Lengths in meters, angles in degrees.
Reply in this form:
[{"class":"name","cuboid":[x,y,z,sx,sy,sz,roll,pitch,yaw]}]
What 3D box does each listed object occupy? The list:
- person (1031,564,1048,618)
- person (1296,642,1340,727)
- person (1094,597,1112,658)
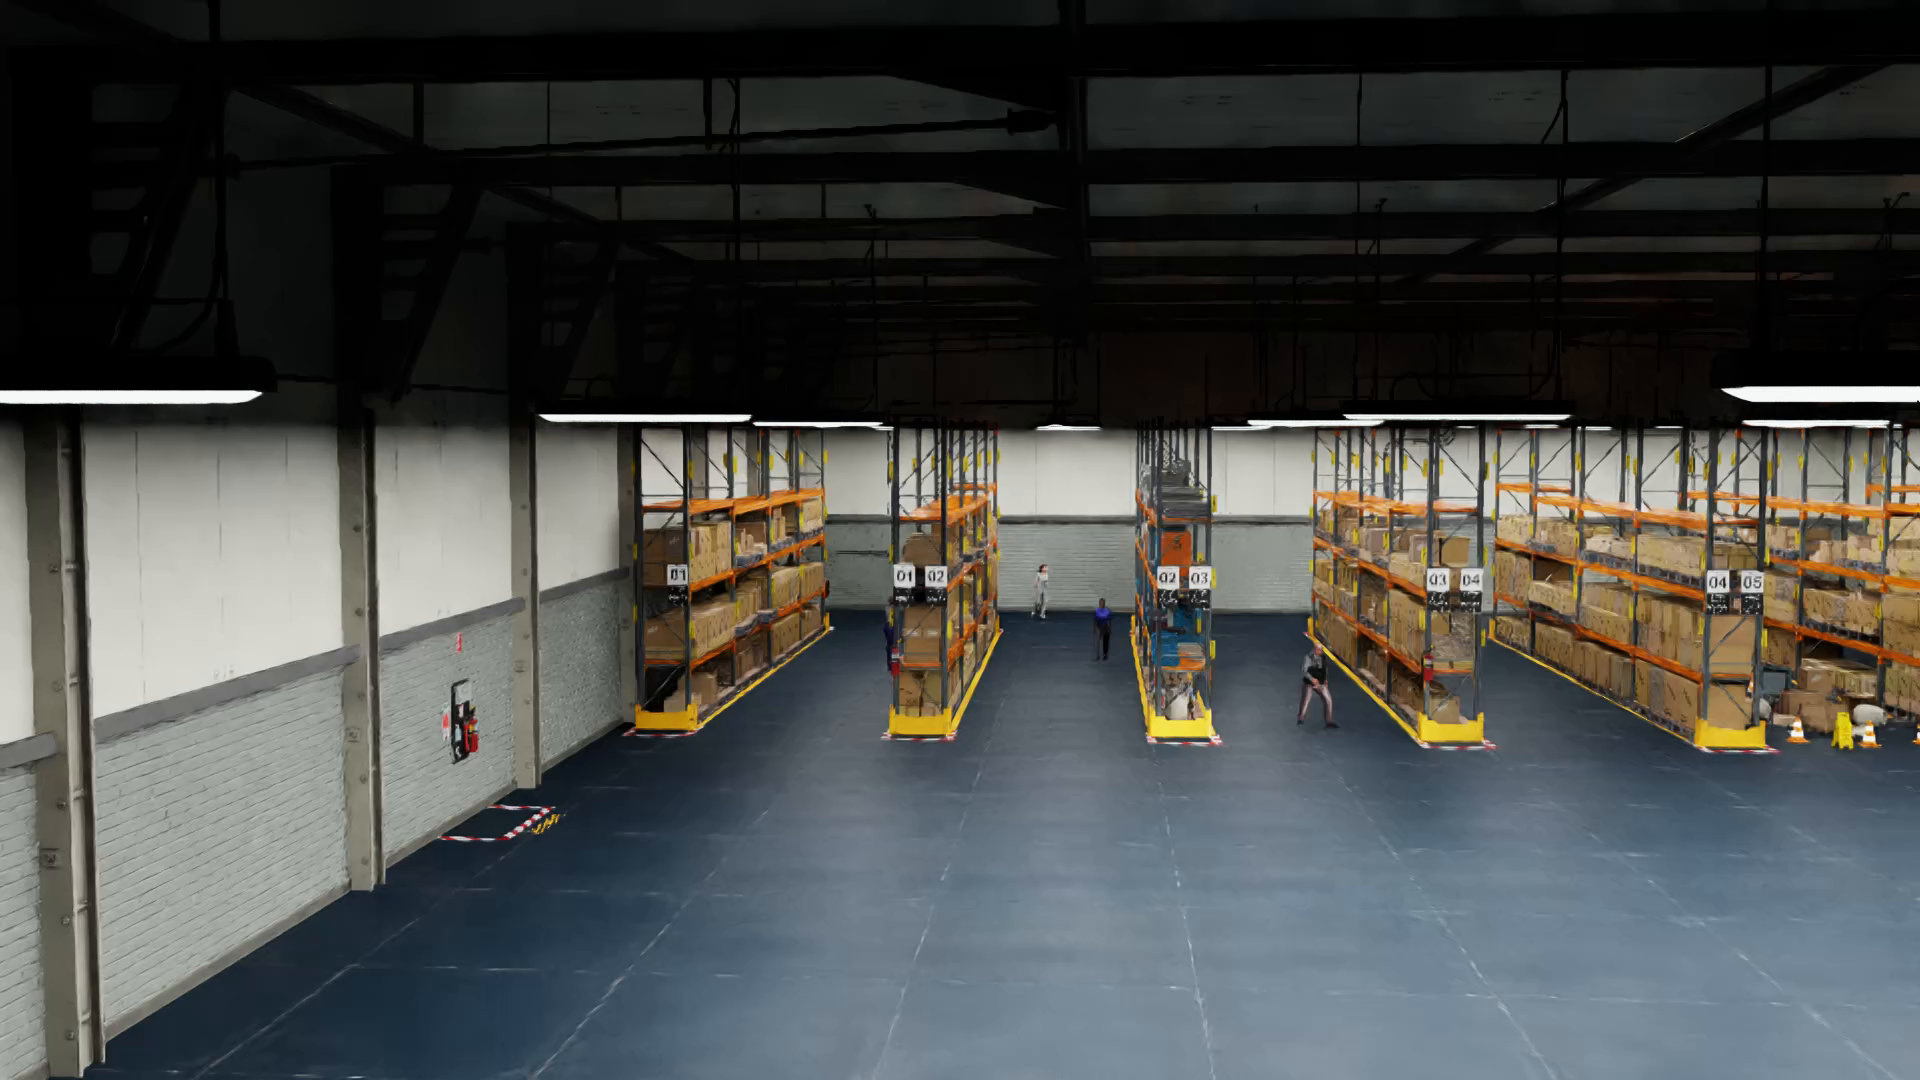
[{"class":"person","cuboid":[2.456,1.552,51.283,0.503,1.659,0.536,-2,4,-31]},{"class":"person","cuboid":[6.909,2.784,32.201,0.626,1.660,0.784,-1,4,-15]},{"class":"person","cuboid":[3.568,2.180,41.574,0.450,1.524,0.916,0,4,7]}]
